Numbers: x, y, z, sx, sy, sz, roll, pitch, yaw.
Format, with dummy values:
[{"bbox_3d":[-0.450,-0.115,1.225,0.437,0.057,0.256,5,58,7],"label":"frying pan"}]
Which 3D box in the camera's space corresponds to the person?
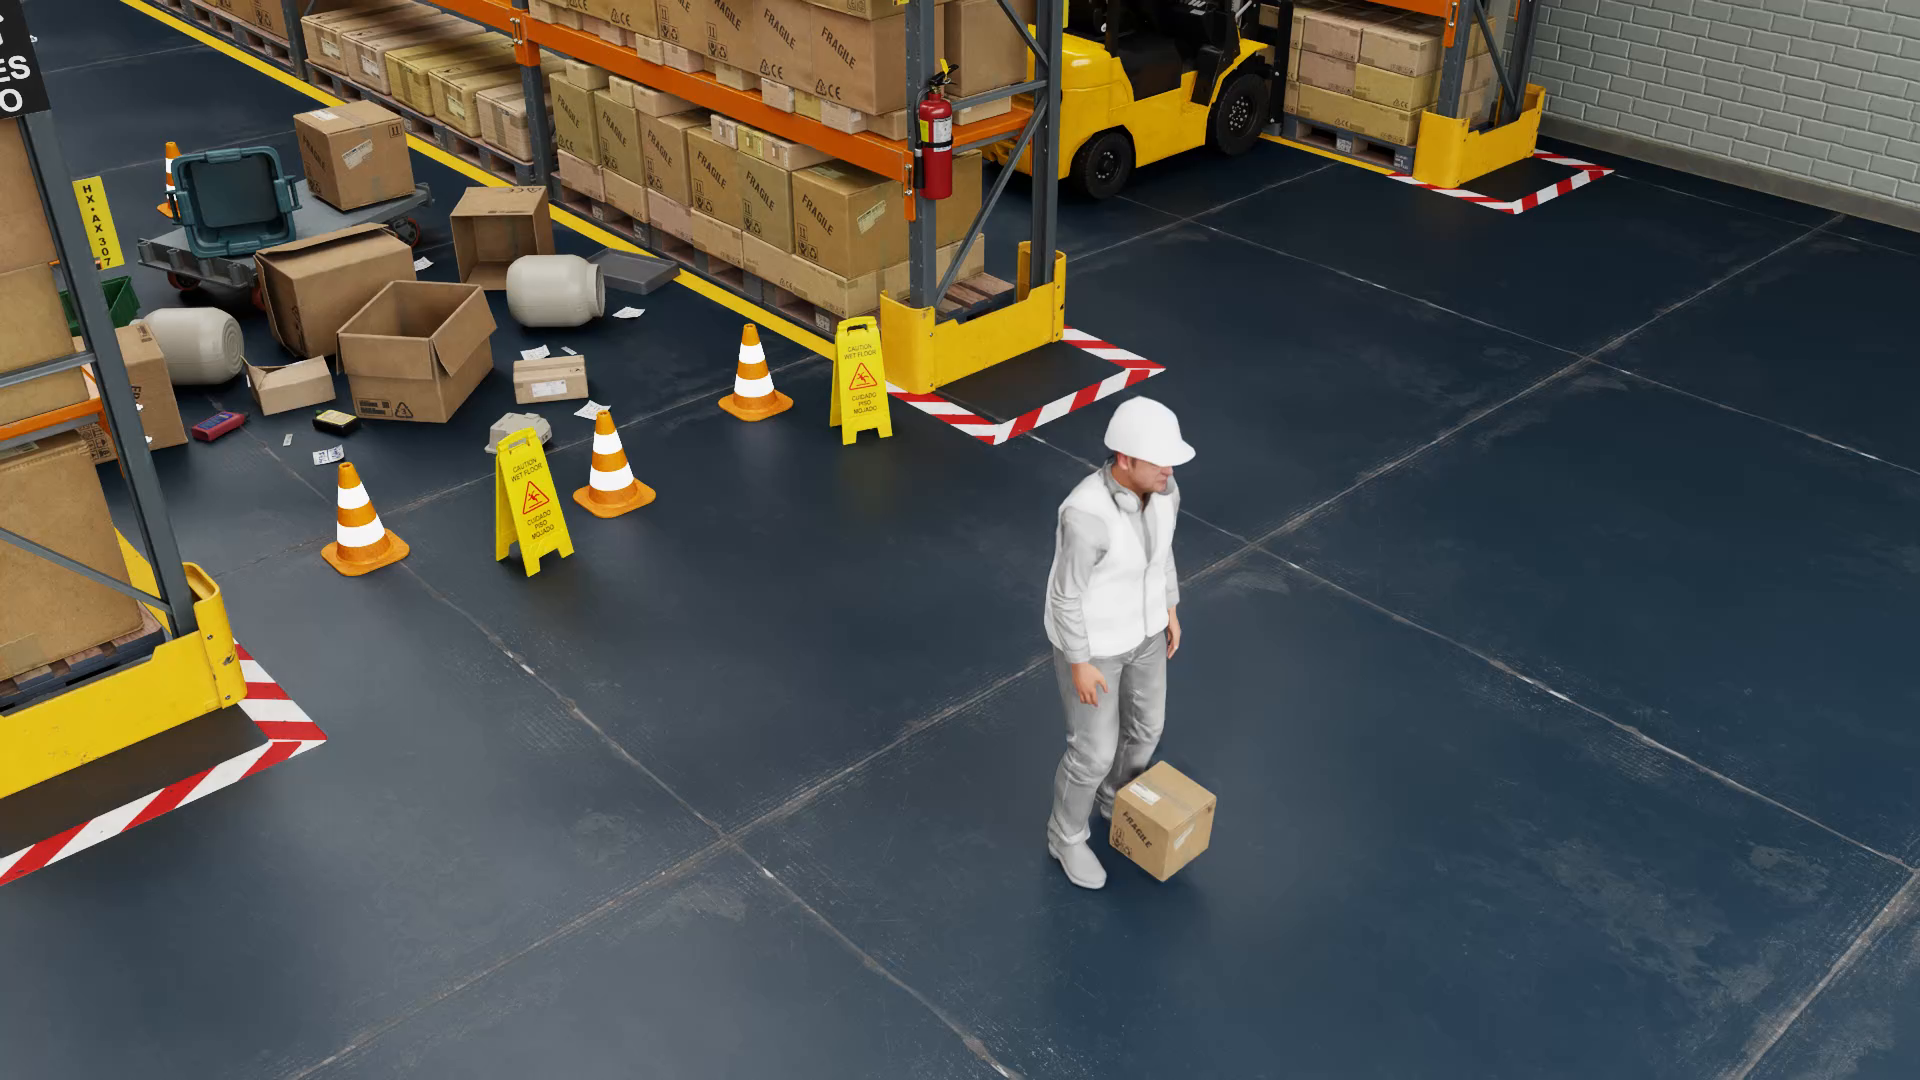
[{"bbox_3d":[0.524,0.315,5.594,0.568,1.773,0.450,-27,41,-37],"label":"person"}]
